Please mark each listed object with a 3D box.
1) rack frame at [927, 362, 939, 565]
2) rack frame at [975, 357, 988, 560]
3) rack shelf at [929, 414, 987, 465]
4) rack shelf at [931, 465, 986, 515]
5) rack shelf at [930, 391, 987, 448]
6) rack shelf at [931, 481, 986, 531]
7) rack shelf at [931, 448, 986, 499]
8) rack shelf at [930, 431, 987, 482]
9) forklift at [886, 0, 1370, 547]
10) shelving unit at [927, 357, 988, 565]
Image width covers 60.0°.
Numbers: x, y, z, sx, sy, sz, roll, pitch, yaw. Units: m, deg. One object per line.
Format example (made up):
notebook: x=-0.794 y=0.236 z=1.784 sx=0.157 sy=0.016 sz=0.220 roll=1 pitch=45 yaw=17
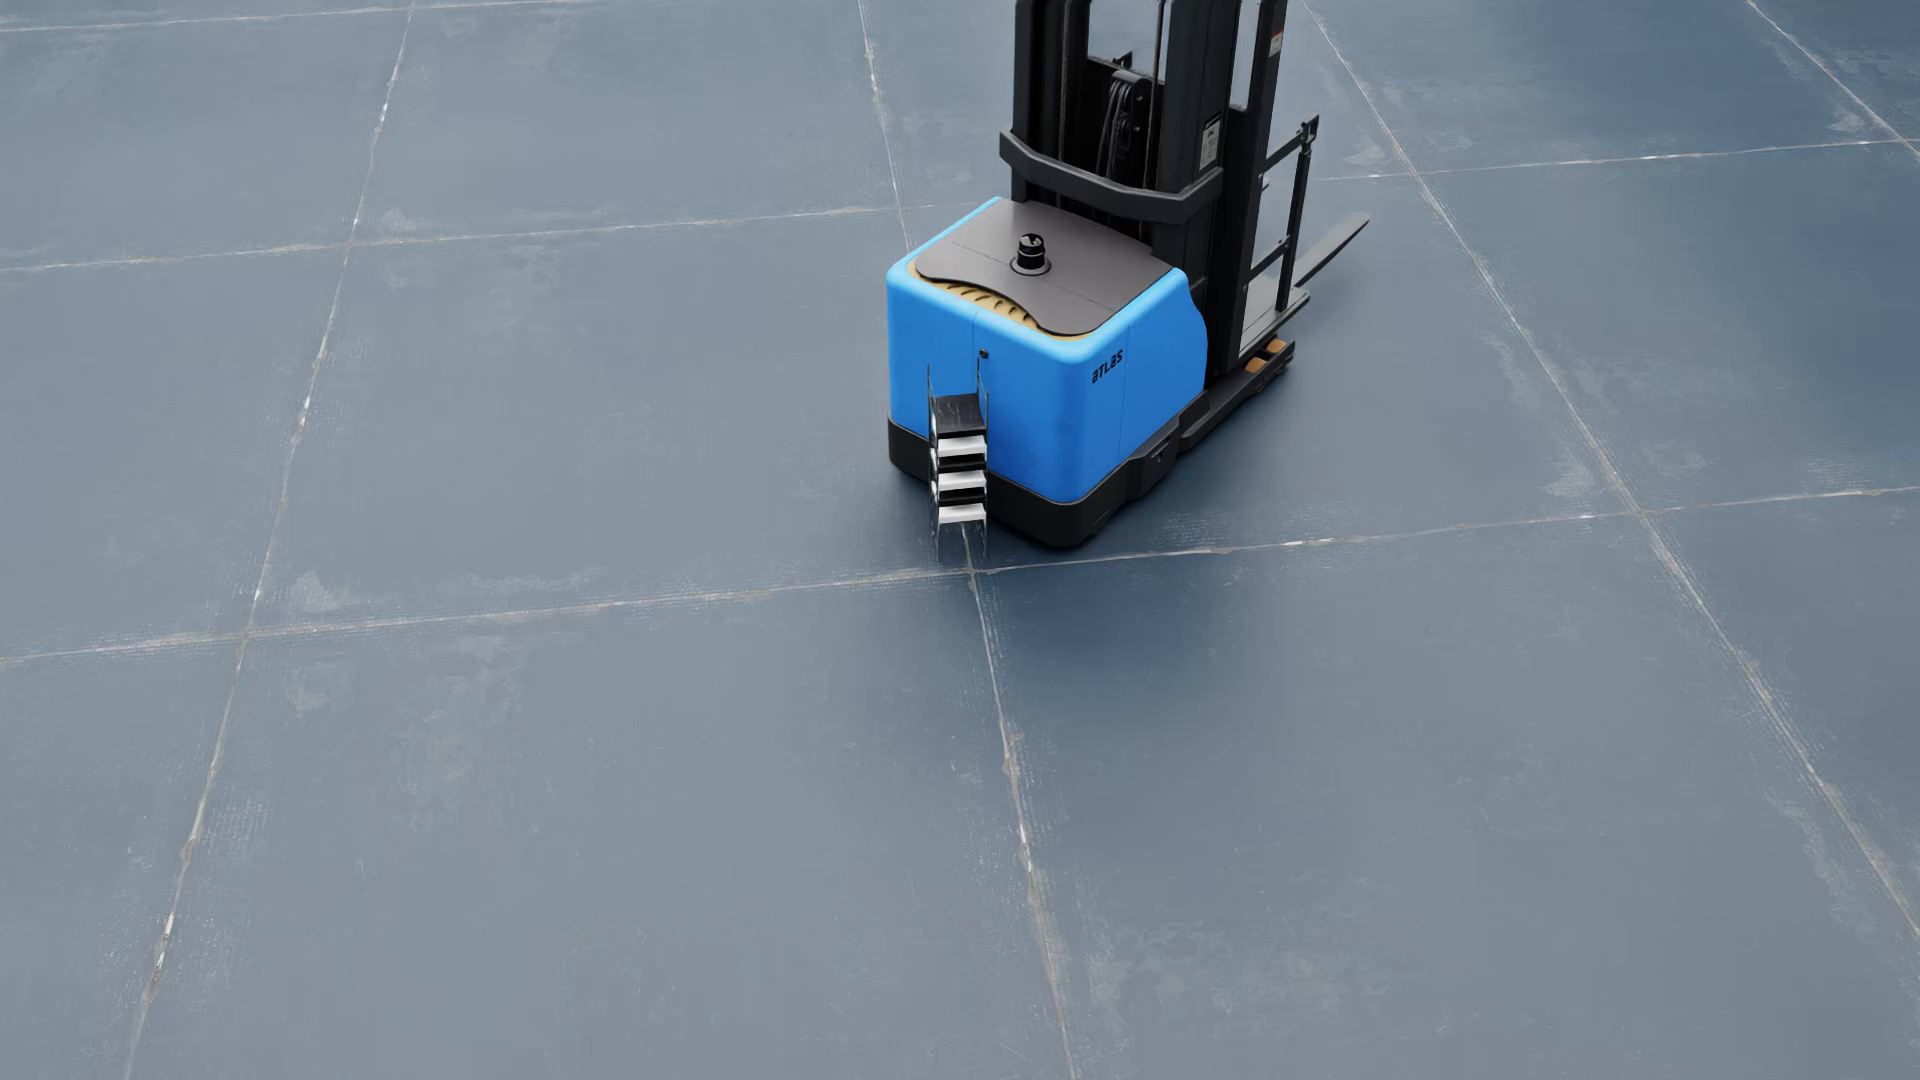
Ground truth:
rack frame: x=-0.110 y=-0.305 z=6.916 sx=0.006 sy=0.900 sz=0.240 roll=-6 pitch=42 yaw=-7
rack frame: x=0.090 y=-0.327 z=6.940 sx=0.006 sy=0.900 sz=0.240 roll=-6 pitch=42 yaw=-7
rack shelf: x=-0.010 y=-0.425 z=6.830 sx=0.200 sy=0.077 sz=0.258 roll=-6 pitch=42 yaw=-7
rack shelf: x=-0.010 y=-0.224 z=7.011 sx=0.200 sy=0.077 sz=0.258 roll=-6 pitch=42 yaw=-7
rack shelf: x=-0.010 y=-0.492 z=6.770 sx=0.200 sy=0.077 sz=0.258 roll=-6 pitch=42 yaw=-7
rack shelf: x=-0.010 y=-0.158 z=7.071 sx=0.200 sy=0.077 sz=0.258 roll=-6 pitch=42 yaw=-7
rack shelf: x=-0.010 y=-0.291 z=6.951 sx=0.200 sy=0.077 sz=0.258 roll=-6 pitch=42 yaw=-7
rack shelf: x=-0.010 y=-0.358 z=6.890 sx=0.200 sy=0.077 sz=0.258 roll=-6 pitch=42 yaw=-7
forklift: x=0.981 y=-1.989 z=7.267 sx=1.130 sy=2.935 sz=3.031 roll=28 pitch=49 yaw=27
shelving unit: x=-0.010 y=-0.316 z=6.928 sx=0.210 sy=0.900 sz=0.258 roll=-6 pitch=42 yaw=-7
